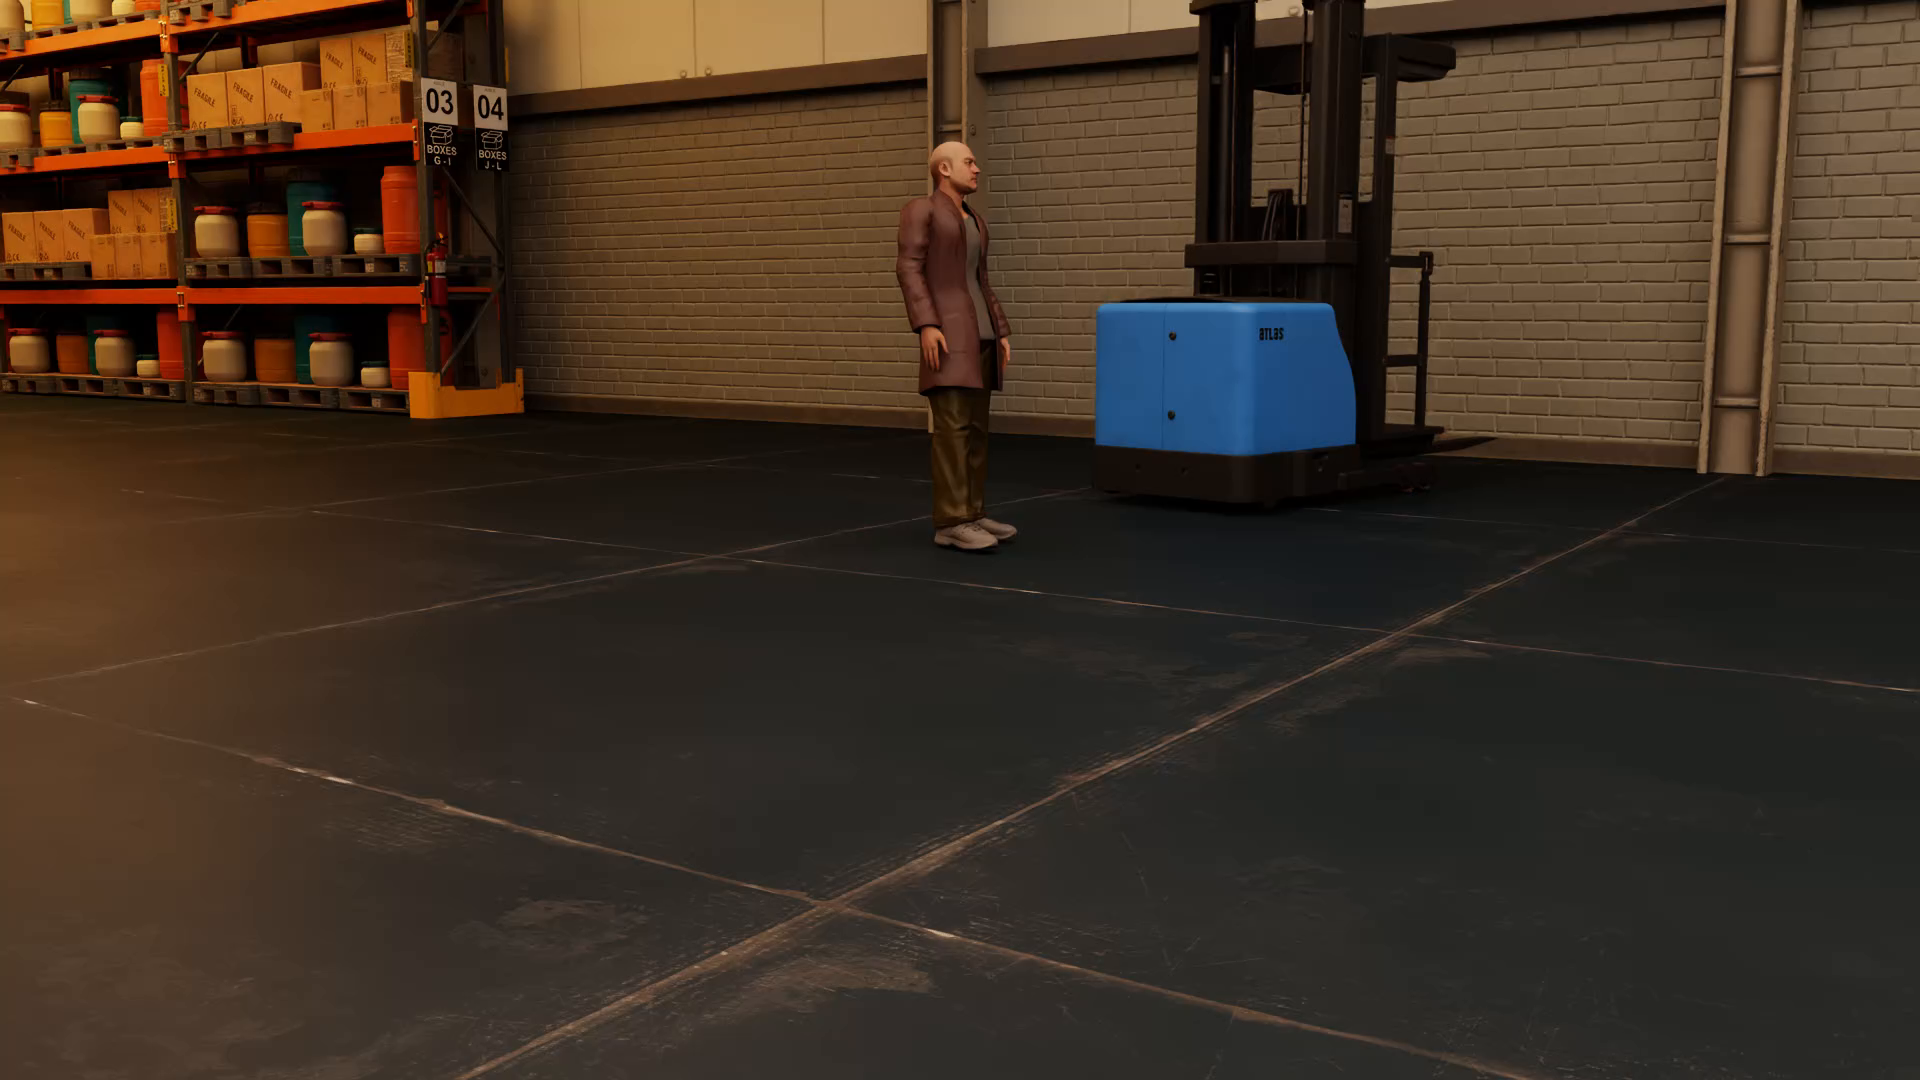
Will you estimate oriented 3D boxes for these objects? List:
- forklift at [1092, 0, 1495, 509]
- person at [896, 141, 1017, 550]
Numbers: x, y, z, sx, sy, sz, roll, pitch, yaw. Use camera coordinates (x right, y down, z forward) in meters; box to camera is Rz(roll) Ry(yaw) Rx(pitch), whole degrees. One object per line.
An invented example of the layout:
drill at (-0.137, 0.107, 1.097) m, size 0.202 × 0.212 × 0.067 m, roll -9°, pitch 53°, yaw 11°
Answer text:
forklift at (2.110, -1.762, 9.582) m, size 1.130 × 2.935 × 3.031 m, roll 8°, pitch 11°, yaw 44°
person at (0.074, -0.880, 7.423) m, size 0.579 × 1.778 × 0.698 m, roll 5°, pitch 10°, yaw 34°
